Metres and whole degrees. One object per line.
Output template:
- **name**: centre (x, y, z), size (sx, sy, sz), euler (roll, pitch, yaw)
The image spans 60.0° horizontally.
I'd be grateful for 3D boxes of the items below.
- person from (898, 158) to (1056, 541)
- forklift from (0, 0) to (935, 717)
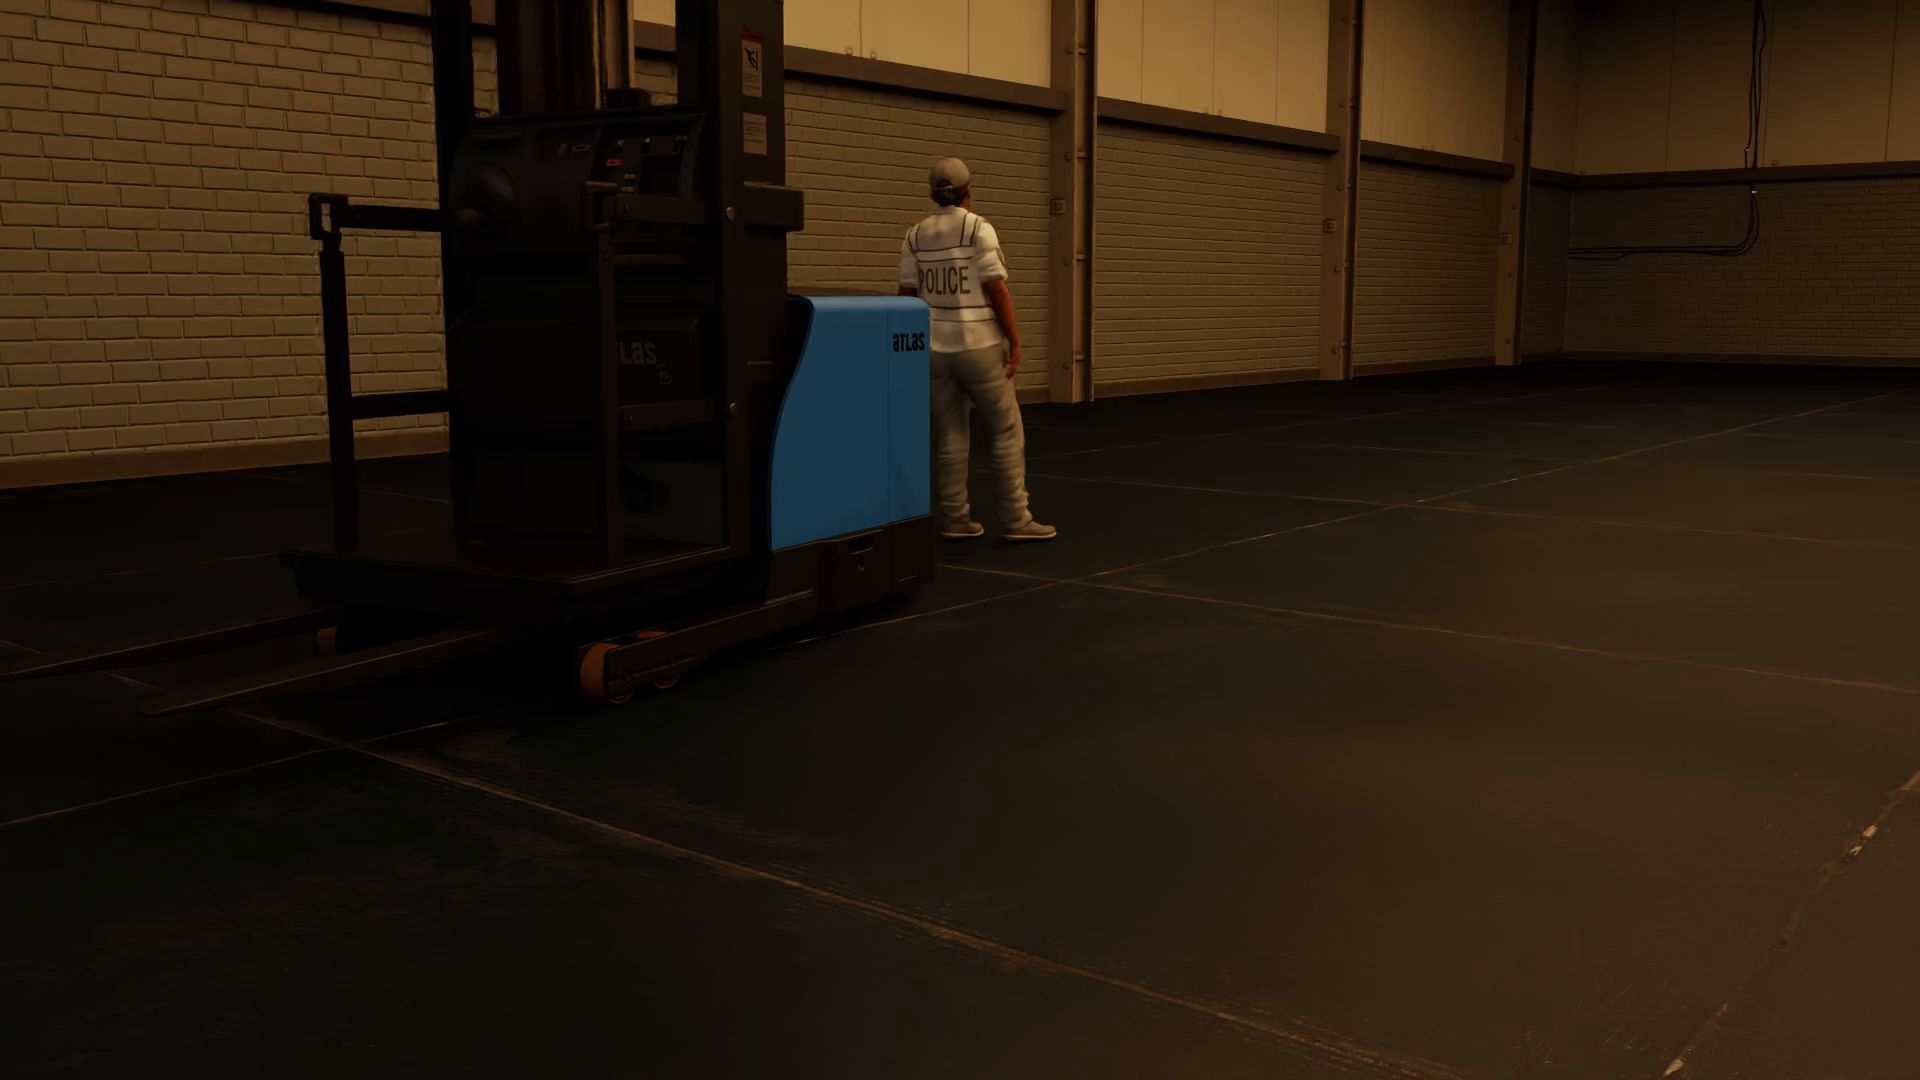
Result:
- **person**: centre (0.059, -0.829, 7.337), size (0.641, 1.669, 0.486), euler (5, 10, 30)
- **forklift**: centre (-1.235, -1.087, 4.709), size (1.130, 2.935, 3.031), euler (4, 9, 28)
